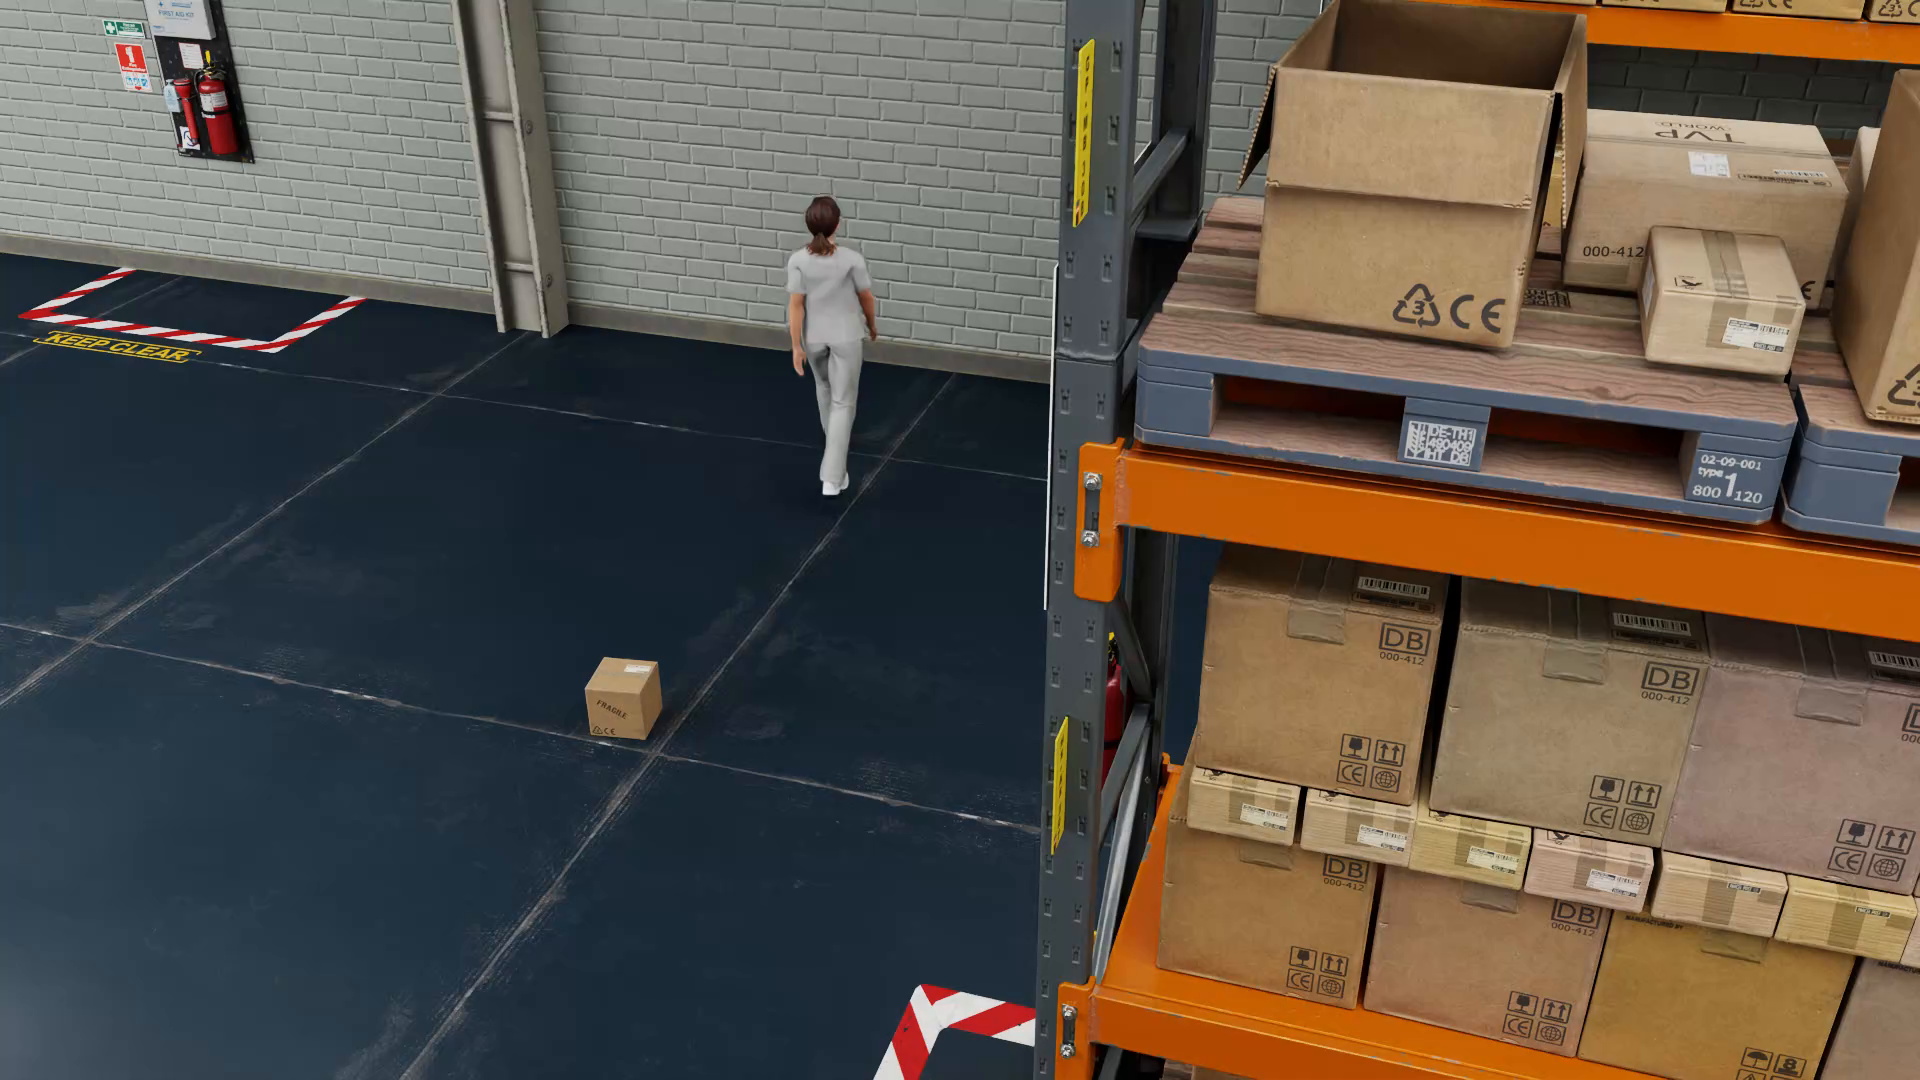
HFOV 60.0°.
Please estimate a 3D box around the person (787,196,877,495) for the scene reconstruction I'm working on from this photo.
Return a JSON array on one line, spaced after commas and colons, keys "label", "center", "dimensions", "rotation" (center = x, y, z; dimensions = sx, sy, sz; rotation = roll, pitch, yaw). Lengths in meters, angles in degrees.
[{"label": "person", "center": [-0.688, -1.114, 9.116], "dimensions": [0.440, 1.621, 1.005], "rotation": [5, 30, 9]}]
